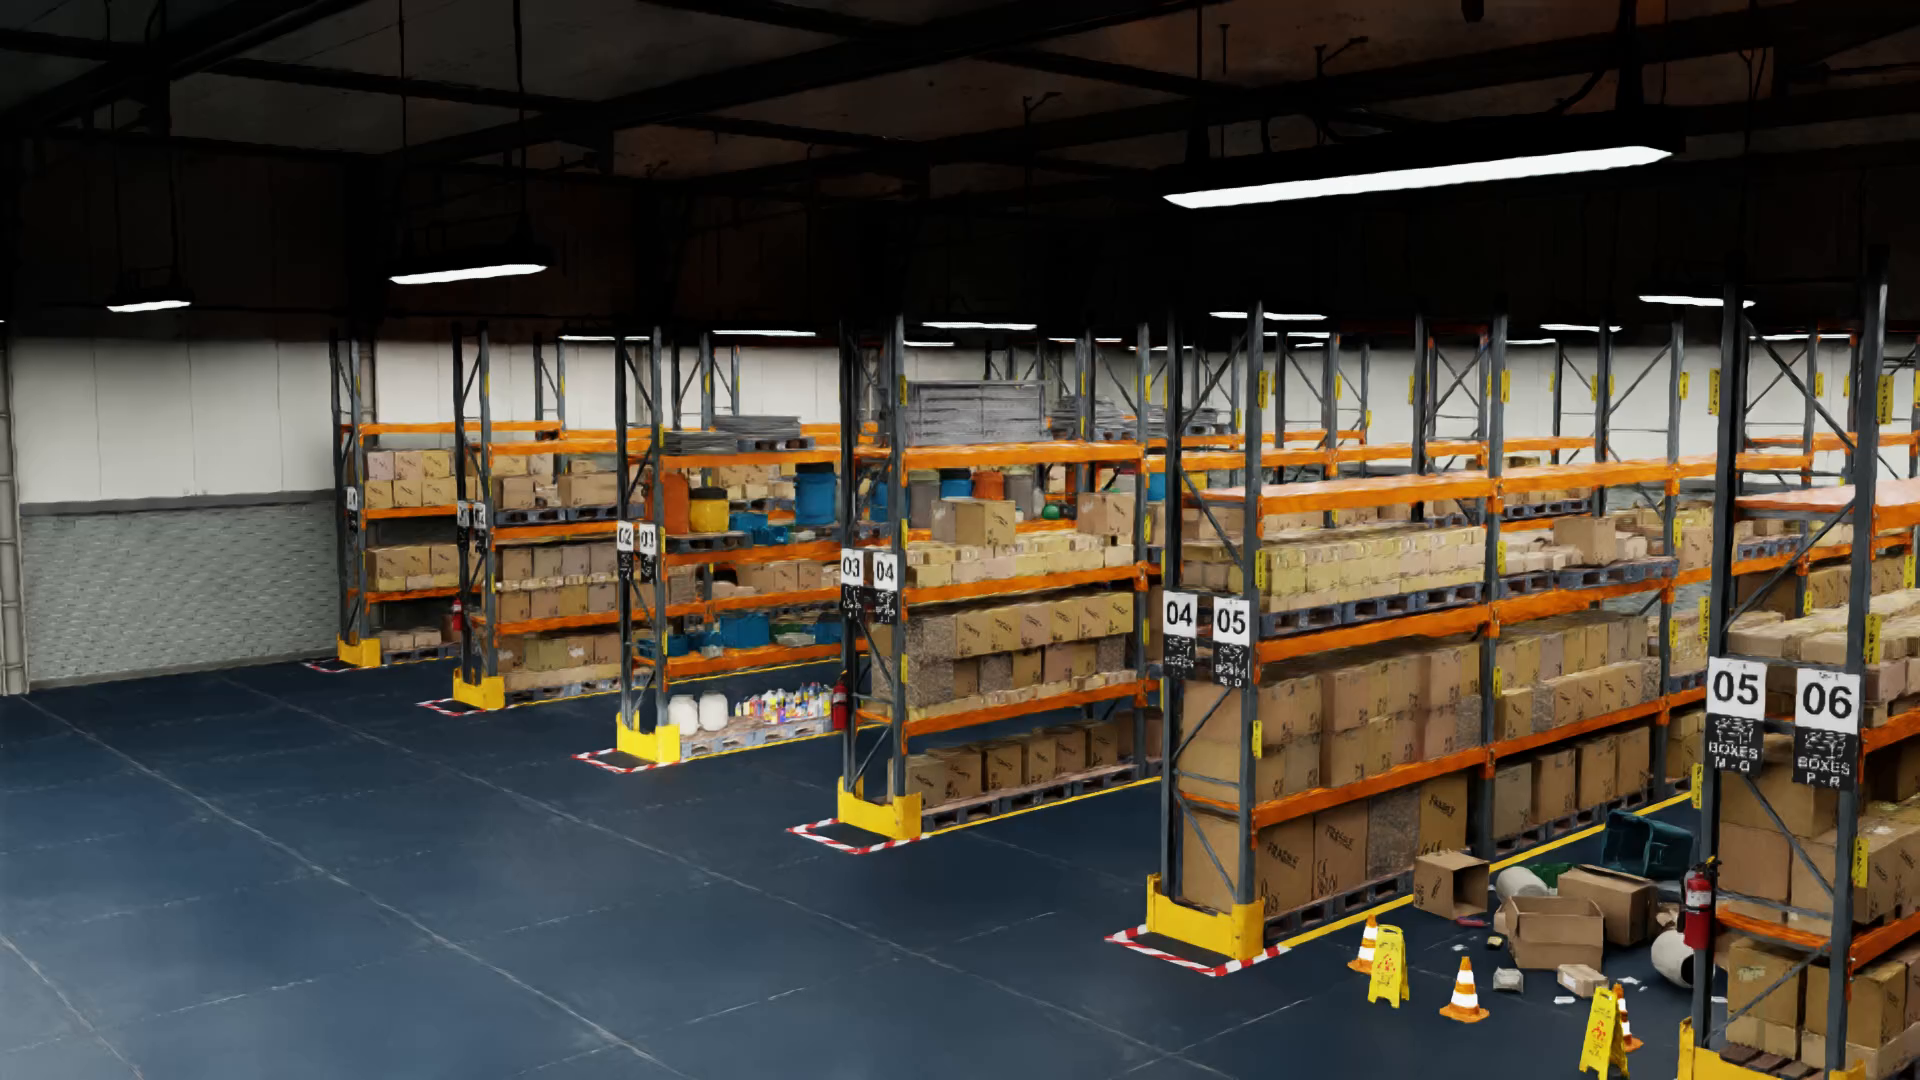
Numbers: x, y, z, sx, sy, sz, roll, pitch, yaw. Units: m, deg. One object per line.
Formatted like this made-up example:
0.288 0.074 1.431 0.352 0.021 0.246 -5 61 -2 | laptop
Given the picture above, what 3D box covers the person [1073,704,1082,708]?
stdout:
1.946 1.783 26.013 0.444 1.604 1.016 5 7 40 | person
